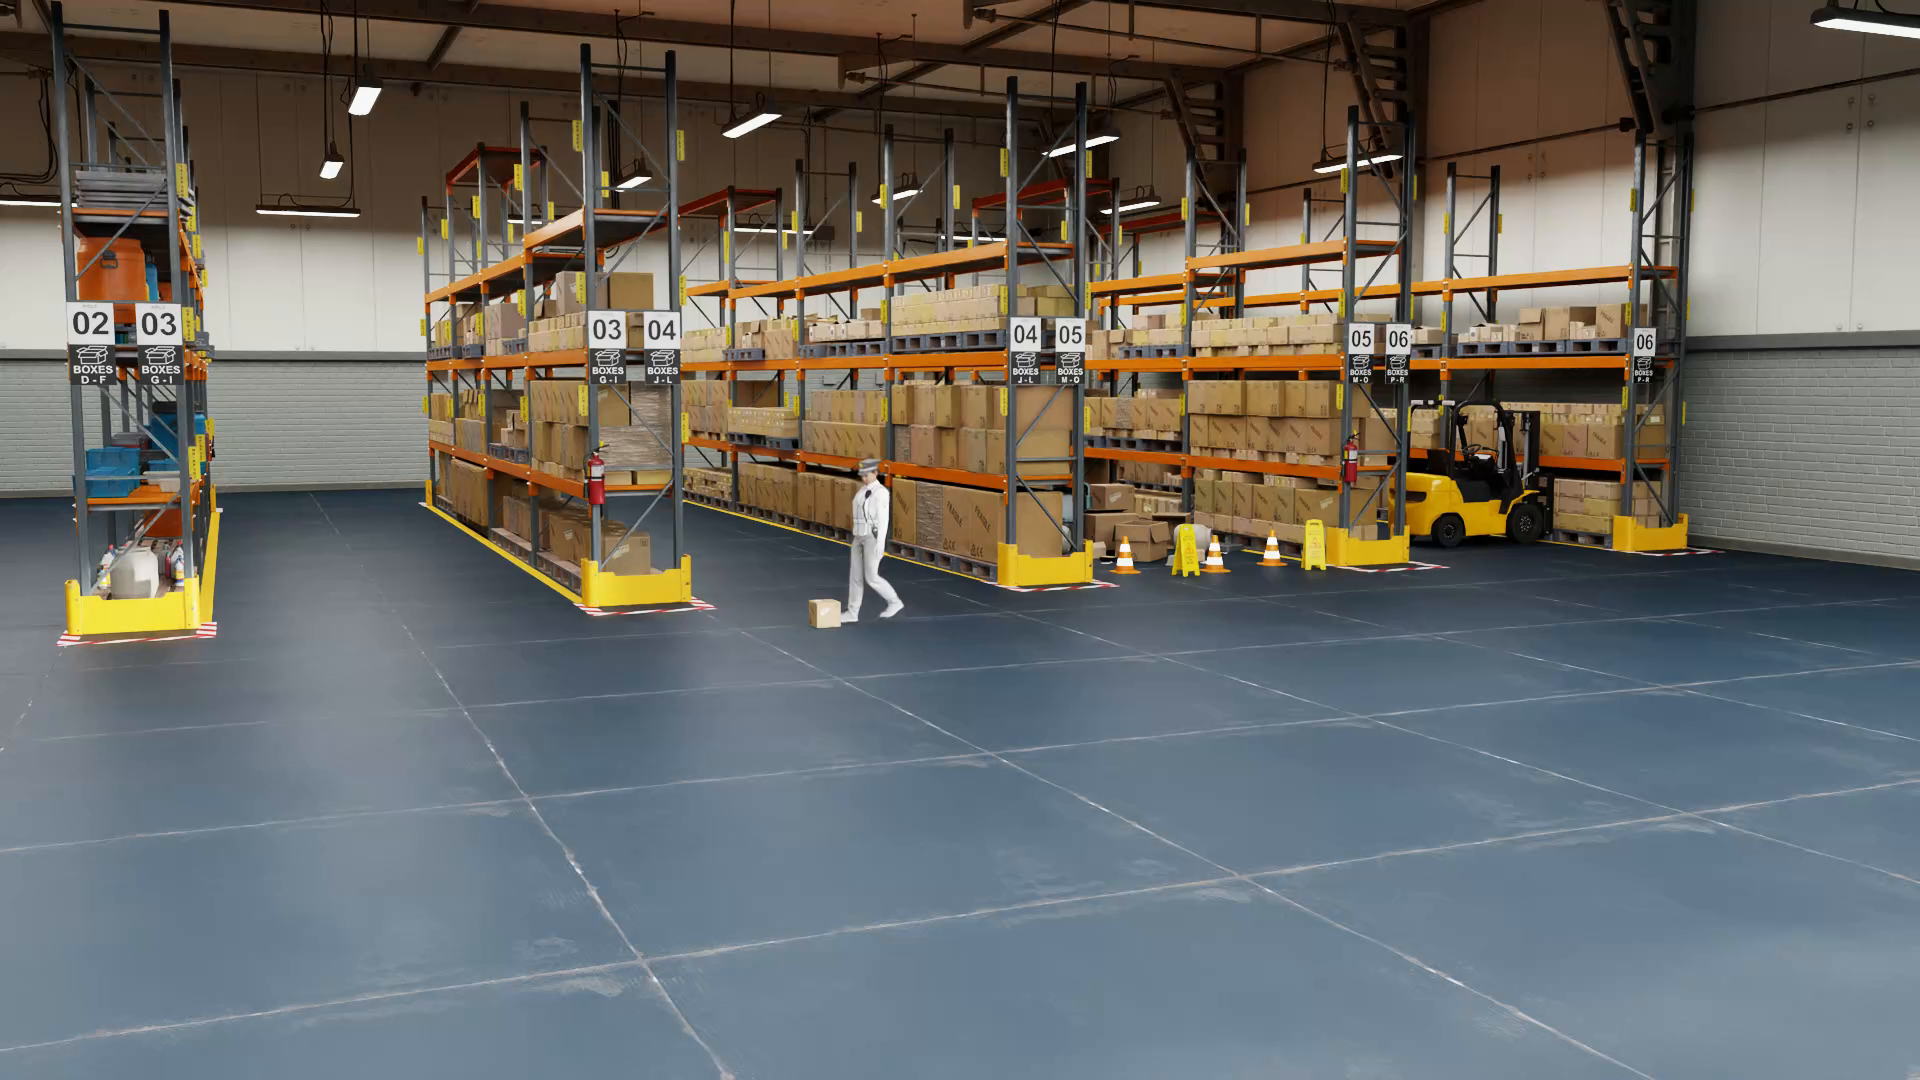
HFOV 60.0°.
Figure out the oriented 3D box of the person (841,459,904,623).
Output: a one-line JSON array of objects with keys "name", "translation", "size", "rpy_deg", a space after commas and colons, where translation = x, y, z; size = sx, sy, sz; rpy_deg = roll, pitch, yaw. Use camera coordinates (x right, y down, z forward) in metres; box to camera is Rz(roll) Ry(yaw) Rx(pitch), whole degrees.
[{"name": "person", "translation": [-0.941, 0.007, 16.790], "size": [0.718, 1.643, 0.510], "rpy_deg": [-4, 7, -33]}]
